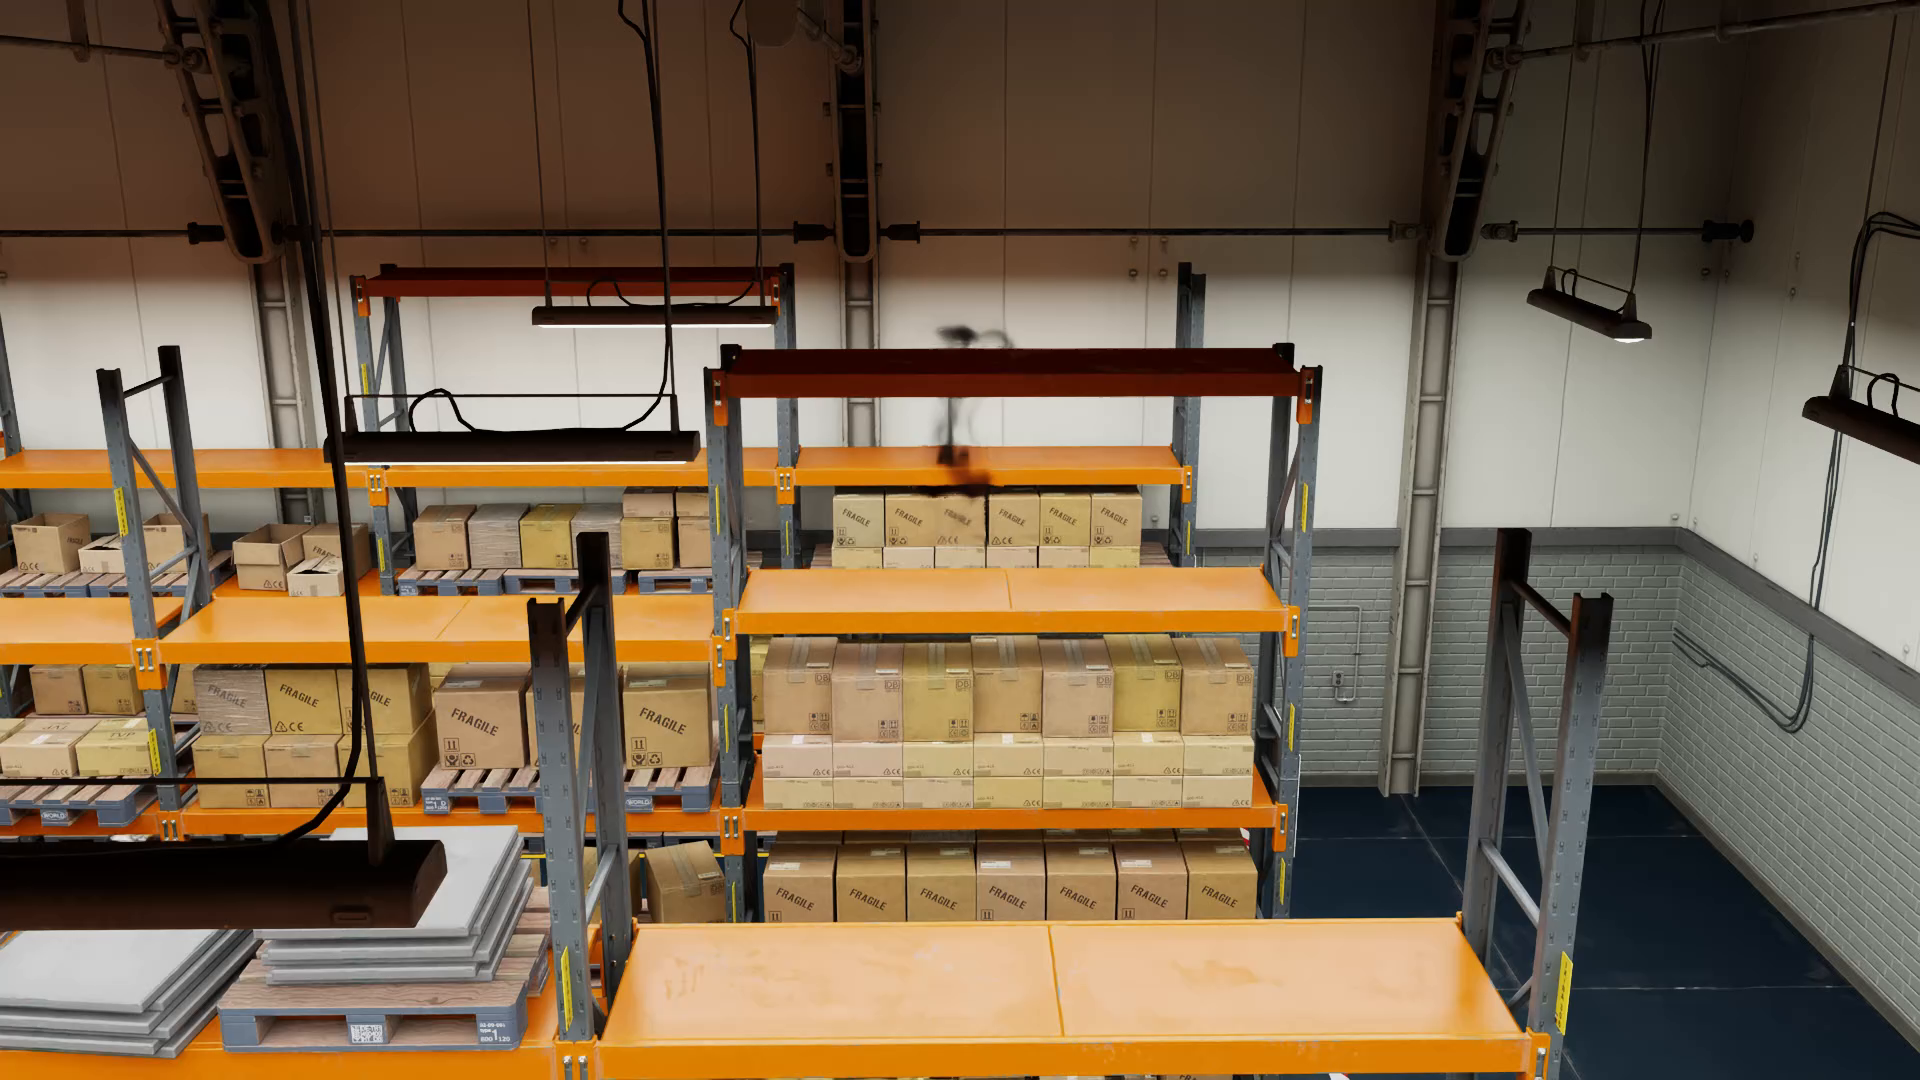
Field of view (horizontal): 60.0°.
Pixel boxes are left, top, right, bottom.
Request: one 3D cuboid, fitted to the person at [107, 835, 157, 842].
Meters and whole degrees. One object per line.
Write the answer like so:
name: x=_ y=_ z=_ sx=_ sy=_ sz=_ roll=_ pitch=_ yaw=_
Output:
person: x=-7.415 y=3.070 z=15.103 sx=0.757 sy=1.668 sz=0.559 roll=-3 pitch=16 yaw=-11
